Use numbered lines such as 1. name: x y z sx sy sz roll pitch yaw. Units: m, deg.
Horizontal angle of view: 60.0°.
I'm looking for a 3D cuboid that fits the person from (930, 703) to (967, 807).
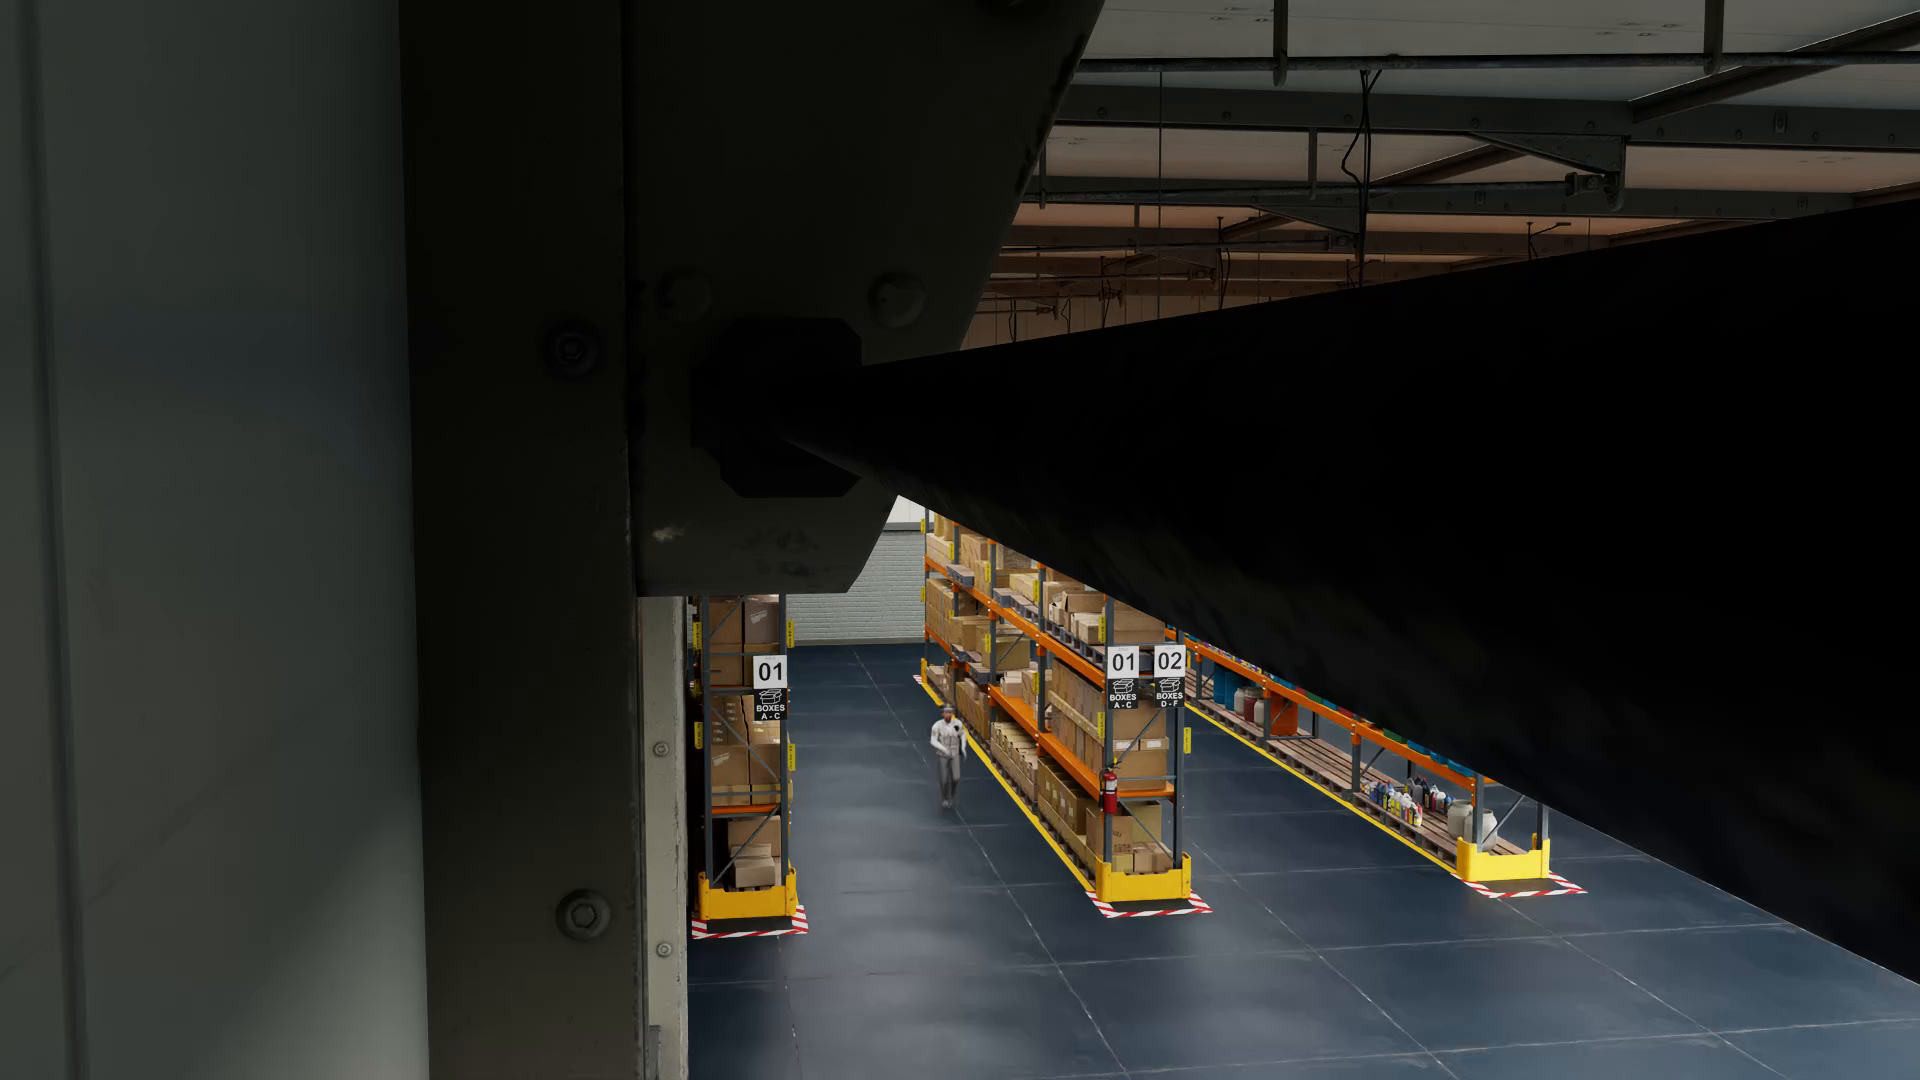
1. person: -0.159 3.275 25.246 0.585 1.649 0.690 -1 5 -8
